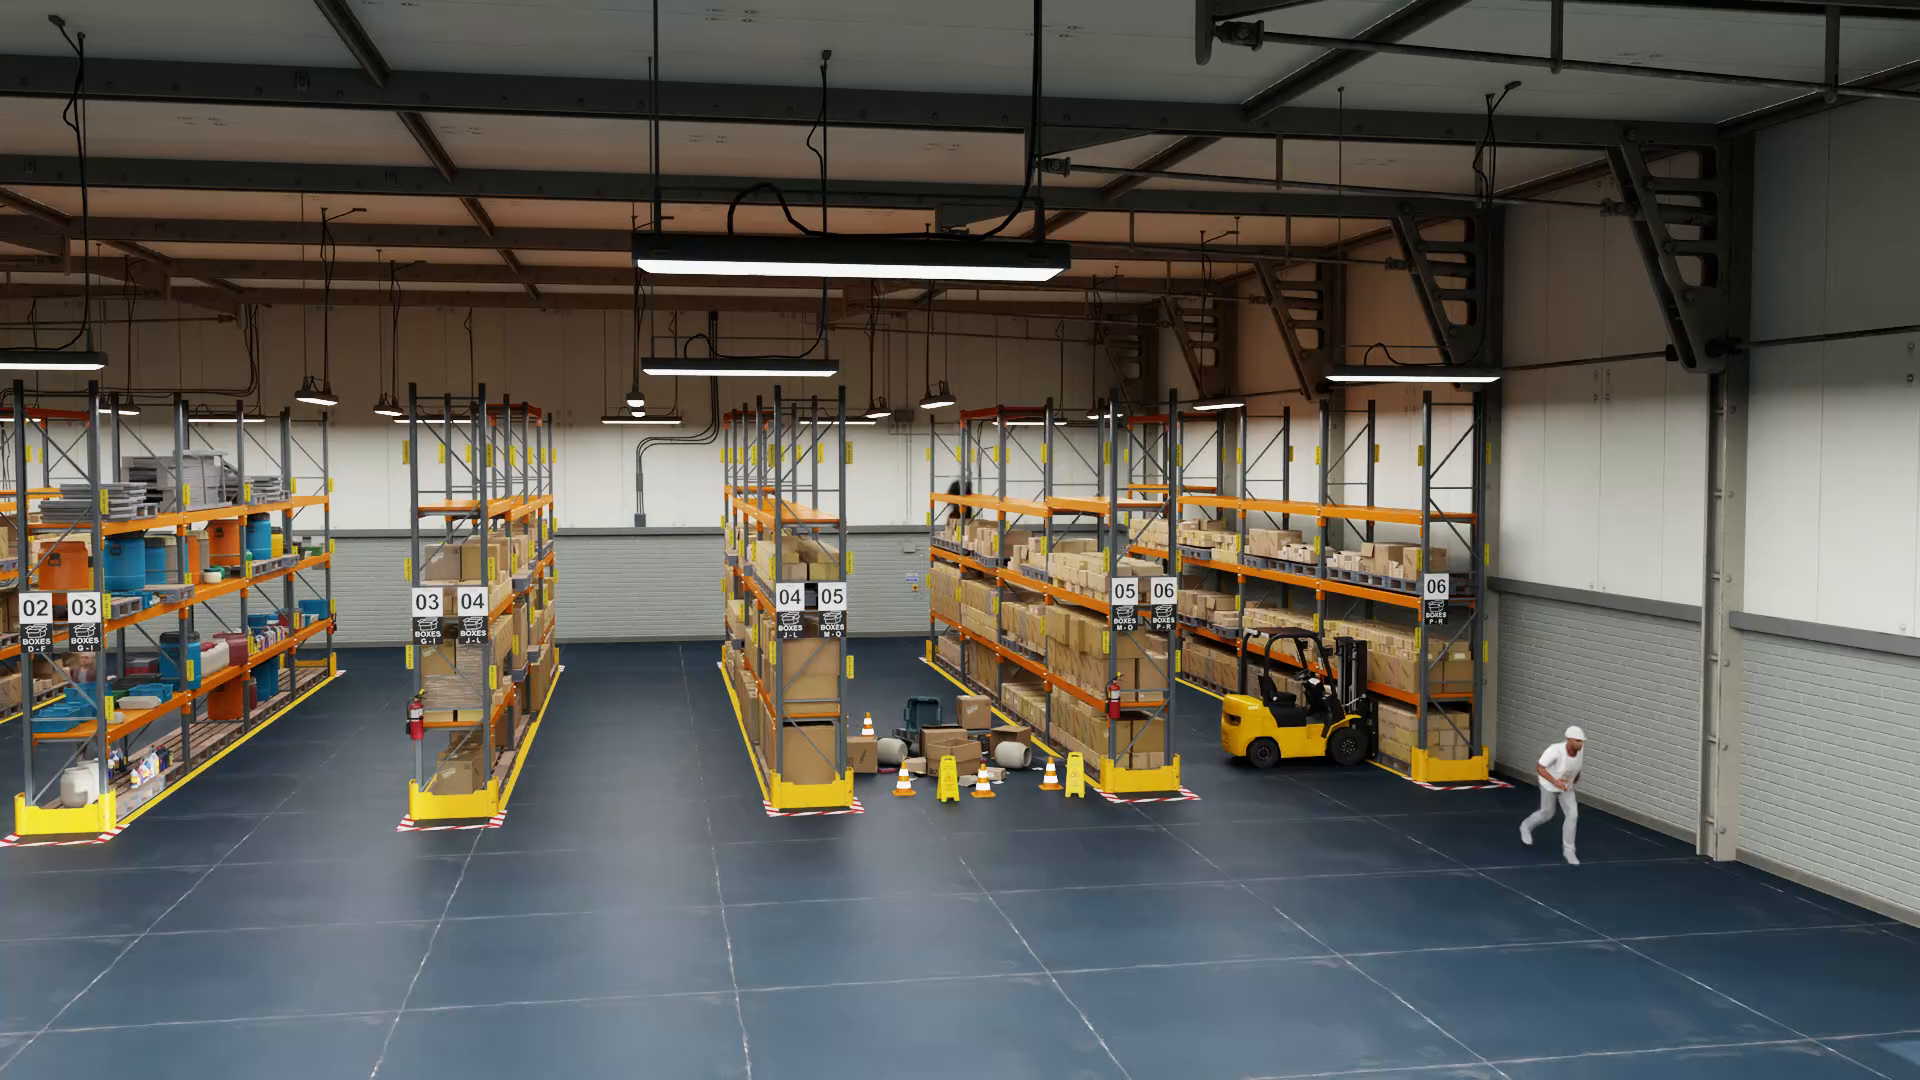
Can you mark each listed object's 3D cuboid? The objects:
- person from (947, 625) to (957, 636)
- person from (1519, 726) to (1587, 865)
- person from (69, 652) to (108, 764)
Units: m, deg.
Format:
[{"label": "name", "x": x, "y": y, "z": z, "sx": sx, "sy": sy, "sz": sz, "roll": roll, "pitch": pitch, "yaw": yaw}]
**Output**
[{"label": "person", "x": -0.108, "y": 2.038, "z": 41.784, "sx": 0.638, "sy": 1.719, "sz": 0.690, "roll": 1, "pitch": 3, "yaw": 19}, {"label": "person", "x": 7.394, "y": 3.127, "z": 20.754, "sx": 0.711, "sy": 1.715, "sz": 1.055, "roll": -1, "pitch": 3, "yaw": -26}, {"label": "person", "x": -14.291, "y": 2.697, "z": 27.266, "sx": 0.690, "sy": 1.788, "sz": 1.047, "roll": -1, "pitch": 3, "yaw": -10}]
